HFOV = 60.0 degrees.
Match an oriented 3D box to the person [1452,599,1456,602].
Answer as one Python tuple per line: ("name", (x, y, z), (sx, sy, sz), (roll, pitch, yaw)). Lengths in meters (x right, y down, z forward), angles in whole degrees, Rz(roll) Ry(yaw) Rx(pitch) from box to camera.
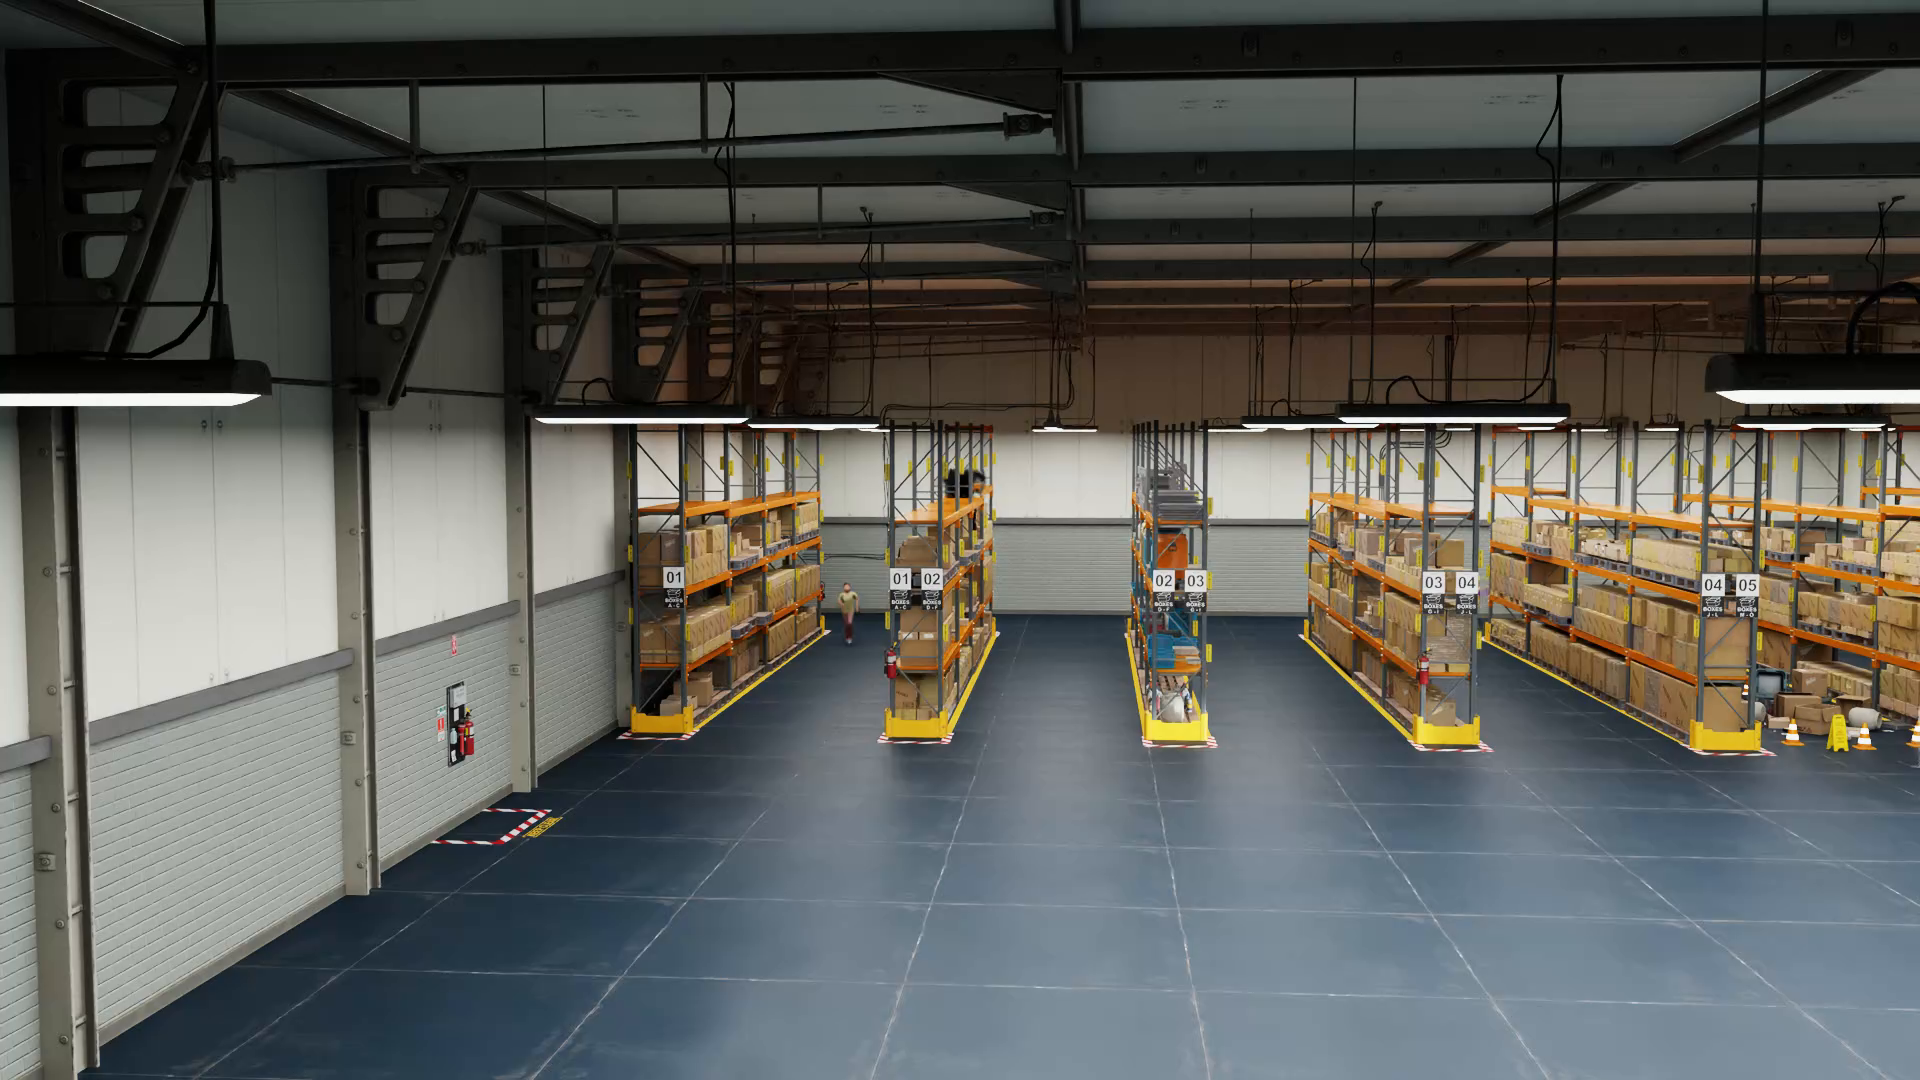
("person", (14.192, 1.899, 47.251), (0.565, 1.731, 0.848), (-2, 4, -29))

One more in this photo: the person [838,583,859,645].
("person", (-3.075, 2.010, 45.556), (0.532, 1.692, 0.780), (0, 4, 7))
